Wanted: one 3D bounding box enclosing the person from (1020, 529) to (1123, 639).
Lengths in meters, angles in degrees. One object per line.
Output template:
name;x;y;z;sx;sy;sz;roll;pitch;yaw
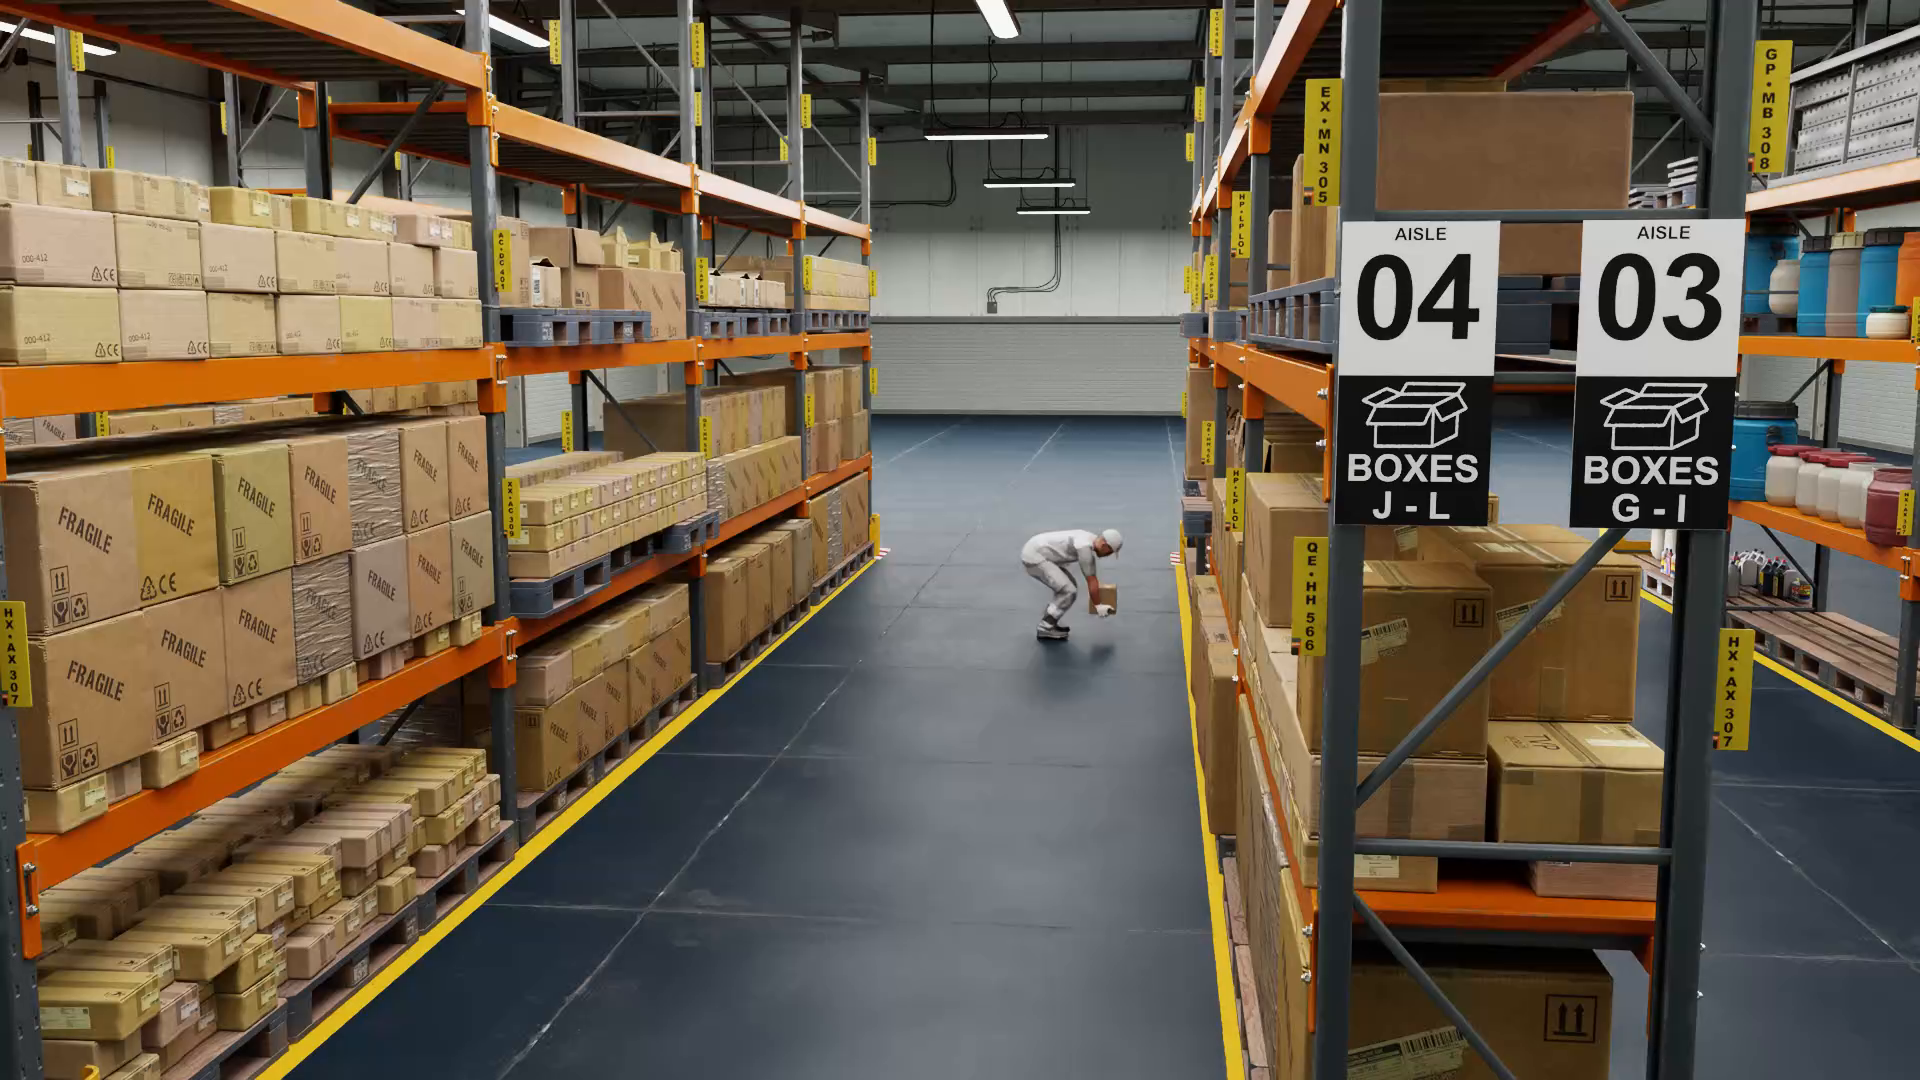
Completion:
person;1.044;0.403;15.607;0.958;1.012;0.534;0;8;4
